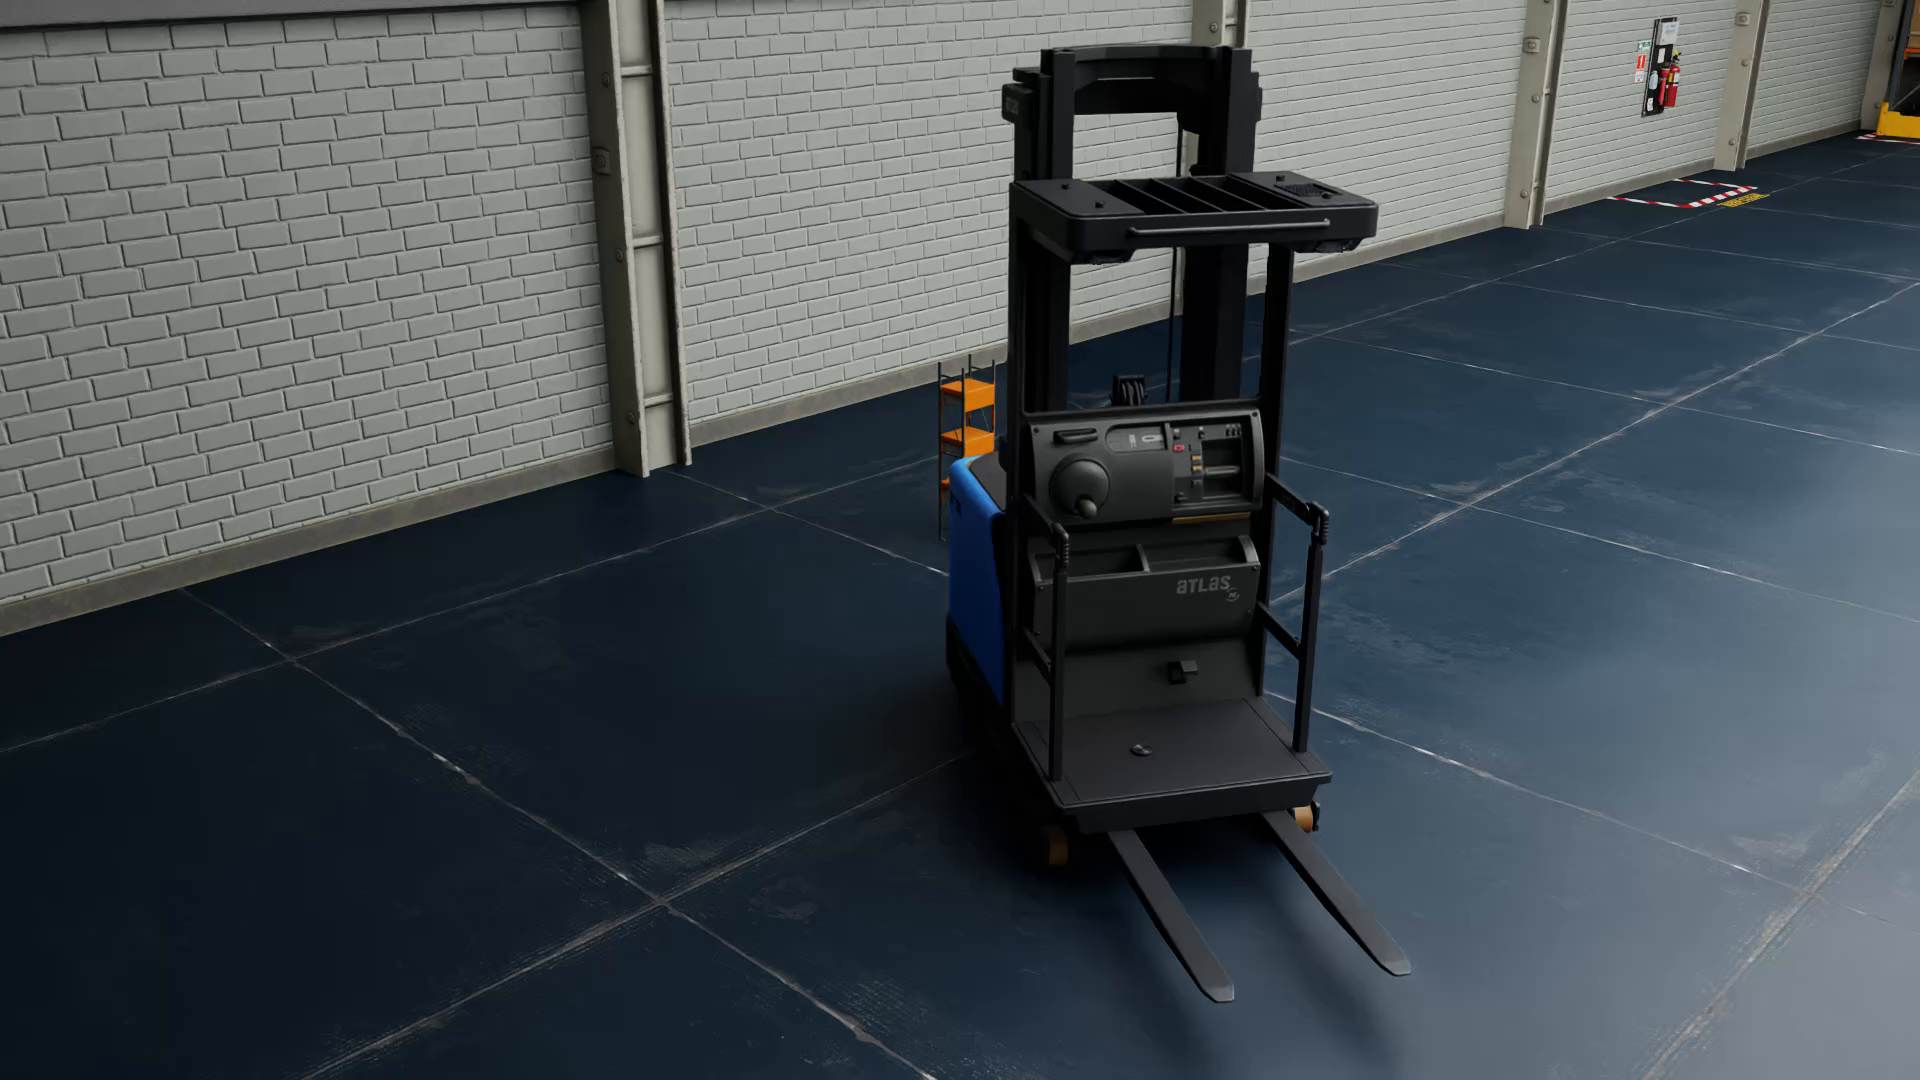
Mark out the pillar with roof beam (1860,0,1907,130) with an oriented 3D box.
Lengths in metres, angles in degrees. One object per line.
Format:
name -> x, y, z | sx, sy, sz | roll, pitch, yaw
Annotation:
pillar with roof beam -> 17.830, -9.779, 22.474 | 9.100, 9.000, 0.400 | 19, 28, 41

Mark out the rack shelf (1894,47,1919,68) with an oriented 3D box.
rack shelf -> 16.272, -7.838, 26.789 | 1.077, 0.370, 4.000 | 19, 28, 41

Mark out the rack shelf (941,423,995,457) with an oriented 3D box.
rack shelf -> 0.037, -0.494, 9.426 | 0.215, 0.259, 0.240 | 19, 28, 41

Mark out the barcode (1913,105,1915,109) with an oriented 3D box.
barcode -> 15.150, -6.875, 26.401 | 0.001, 0.075, 0.075 | 19, 28, 41

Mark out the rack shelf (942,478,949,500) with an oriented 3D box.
rack shelf -> 0.037, -0.234, 9.526 | 0.215, 0.259, 0.240 | 19, 28, 41

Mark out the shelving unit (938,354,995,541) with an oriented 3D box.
shelving unit -> 0.037, -0.504, 9.422 | 0.215, 1.050, 0.252 | 19, 28, 41

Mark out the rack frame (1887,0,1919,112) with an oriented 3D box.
rack frame -> 14.877, -7.660, 25.323 | 1.000, 3.000, 0.127 | 19, 28, 41

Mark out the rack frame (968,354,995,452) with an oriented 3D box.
rack frame -> 0.122, -0.535, 9.504 | 0.200, 1.050, 0.008 | 19, 28, 41

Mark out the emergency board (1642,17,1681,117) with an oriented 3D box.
emergency board -> 8.809, -5.888, 20.713 | 0.194, 1.169, 0.643 | 19, 28, 41

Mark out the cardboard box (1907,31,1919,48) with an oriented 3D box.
cardboard box -> 15.064, -7.768, 25.785 | 0.500, 0.250, 0.500 | -20, 28, -41

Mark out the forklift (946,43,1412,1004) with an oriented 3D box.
forklift -> 0.775, -0.271, 6.194 | 1.130, 2.935, 3.031 | -5, 22, -13

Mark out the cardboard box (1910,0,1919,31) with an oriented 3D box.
cardboard box -> 15.054, -8.124, 25.665 | 0.500, 0.500, 0.500 | 19, 28, 40

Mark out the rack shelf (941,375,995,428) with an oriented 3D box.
rack shelf -> 0.037, -0.759, 9.324 | 0.215, 0.259, 0.240 | 19, 28, 41

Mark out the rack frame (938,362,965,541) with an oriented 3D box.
rack frame -> -0.048, -0.472, 9.340 | 0.200, 1.050, 0.008 | 19, 28, 41

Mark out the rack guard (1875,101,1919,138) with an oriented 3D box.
rack guard -> 14.930, -6.513, 25.822 | 1.175, 0.500, 0.348 | 19, 28, 41

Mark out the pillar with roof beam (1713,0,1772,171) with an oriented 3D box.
pillar with roof beam -> 13.645, -8.237, 18.462 | 9.100, 9.000, 0.400 | 19, 28, 41

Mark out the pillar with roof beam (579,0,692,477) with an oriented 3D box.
pillar with roof beam -> 1.088, -3.610, 6.424 | 9.100, 9.000, 0.400 | 19, 28, 41

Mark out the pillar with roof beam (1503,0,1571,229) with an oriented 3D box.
pillar with roof beam -> 9.459, -6.695, 14.449 | 9.100, 9.000, 0.400 | 19, 28, 41

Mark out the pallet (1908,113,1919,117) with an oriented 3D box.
pallet -> 15.522, -6.578, 26.394 | 1.003, 0.211, 1.213 | 19, 28, 41

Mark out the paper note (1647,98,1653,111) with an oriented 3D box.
paper note -> 8.636, -5.449, 20.798 | 0.016, 0.148, 0.142 | 19, 28, 41

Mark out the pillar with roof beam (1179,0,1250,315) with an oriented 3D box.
pillar with roof beam -> 5.273, -5.152, 10.436 | 9.100, 9.000, 0.400 | 19, 28, 41

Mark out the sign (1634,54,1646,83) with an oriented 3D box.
sign -> 8.349, -5.789, 20.404 | 0.001, 0.329, 0.234 | 19, 28, 41

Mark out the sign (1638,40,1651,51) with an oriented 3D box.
sign -> 8.359, -6.035, 20.307 | 0.001, 0.109, 0.331 | 19, 28, 41
